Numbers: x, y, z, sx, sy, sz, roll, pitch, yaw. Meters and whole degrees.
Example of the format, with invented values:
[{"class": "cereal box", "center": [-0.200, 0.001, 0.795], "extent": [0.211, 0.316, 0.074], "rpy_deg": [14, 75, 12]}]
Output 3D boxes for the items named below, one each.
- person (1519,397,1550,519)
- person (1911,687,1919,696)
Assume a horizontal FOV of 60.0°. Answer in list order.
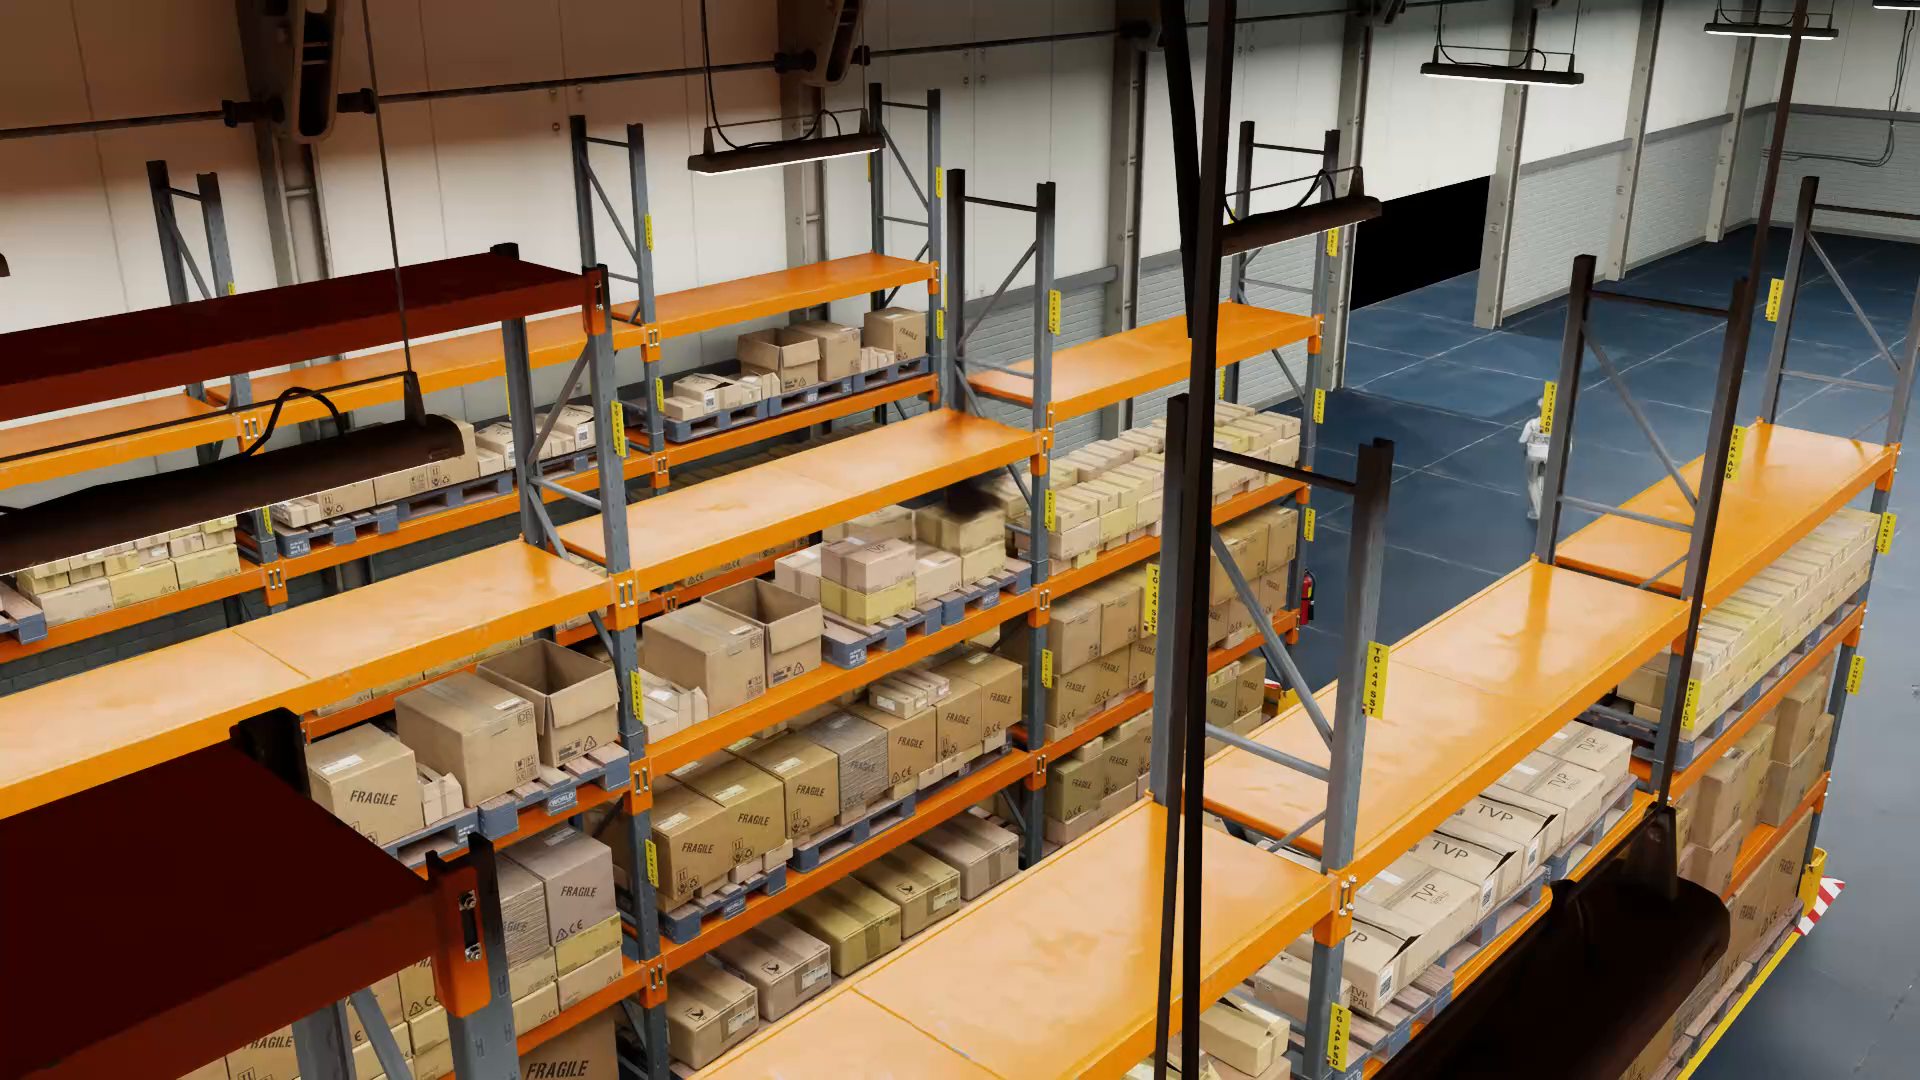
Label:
[{"class": "person", "center": [7.831, -1.090, 22.507], "extent": [0.590, 1.748, 0.689], "rpy_deg": [-1, 21, -2]}, {"class": "person", "center": [10.405, 0.960, 17.085], "extent": [0.701, 1.765, 0.975], "rpy_deg": [-5, 22, -12]}]
